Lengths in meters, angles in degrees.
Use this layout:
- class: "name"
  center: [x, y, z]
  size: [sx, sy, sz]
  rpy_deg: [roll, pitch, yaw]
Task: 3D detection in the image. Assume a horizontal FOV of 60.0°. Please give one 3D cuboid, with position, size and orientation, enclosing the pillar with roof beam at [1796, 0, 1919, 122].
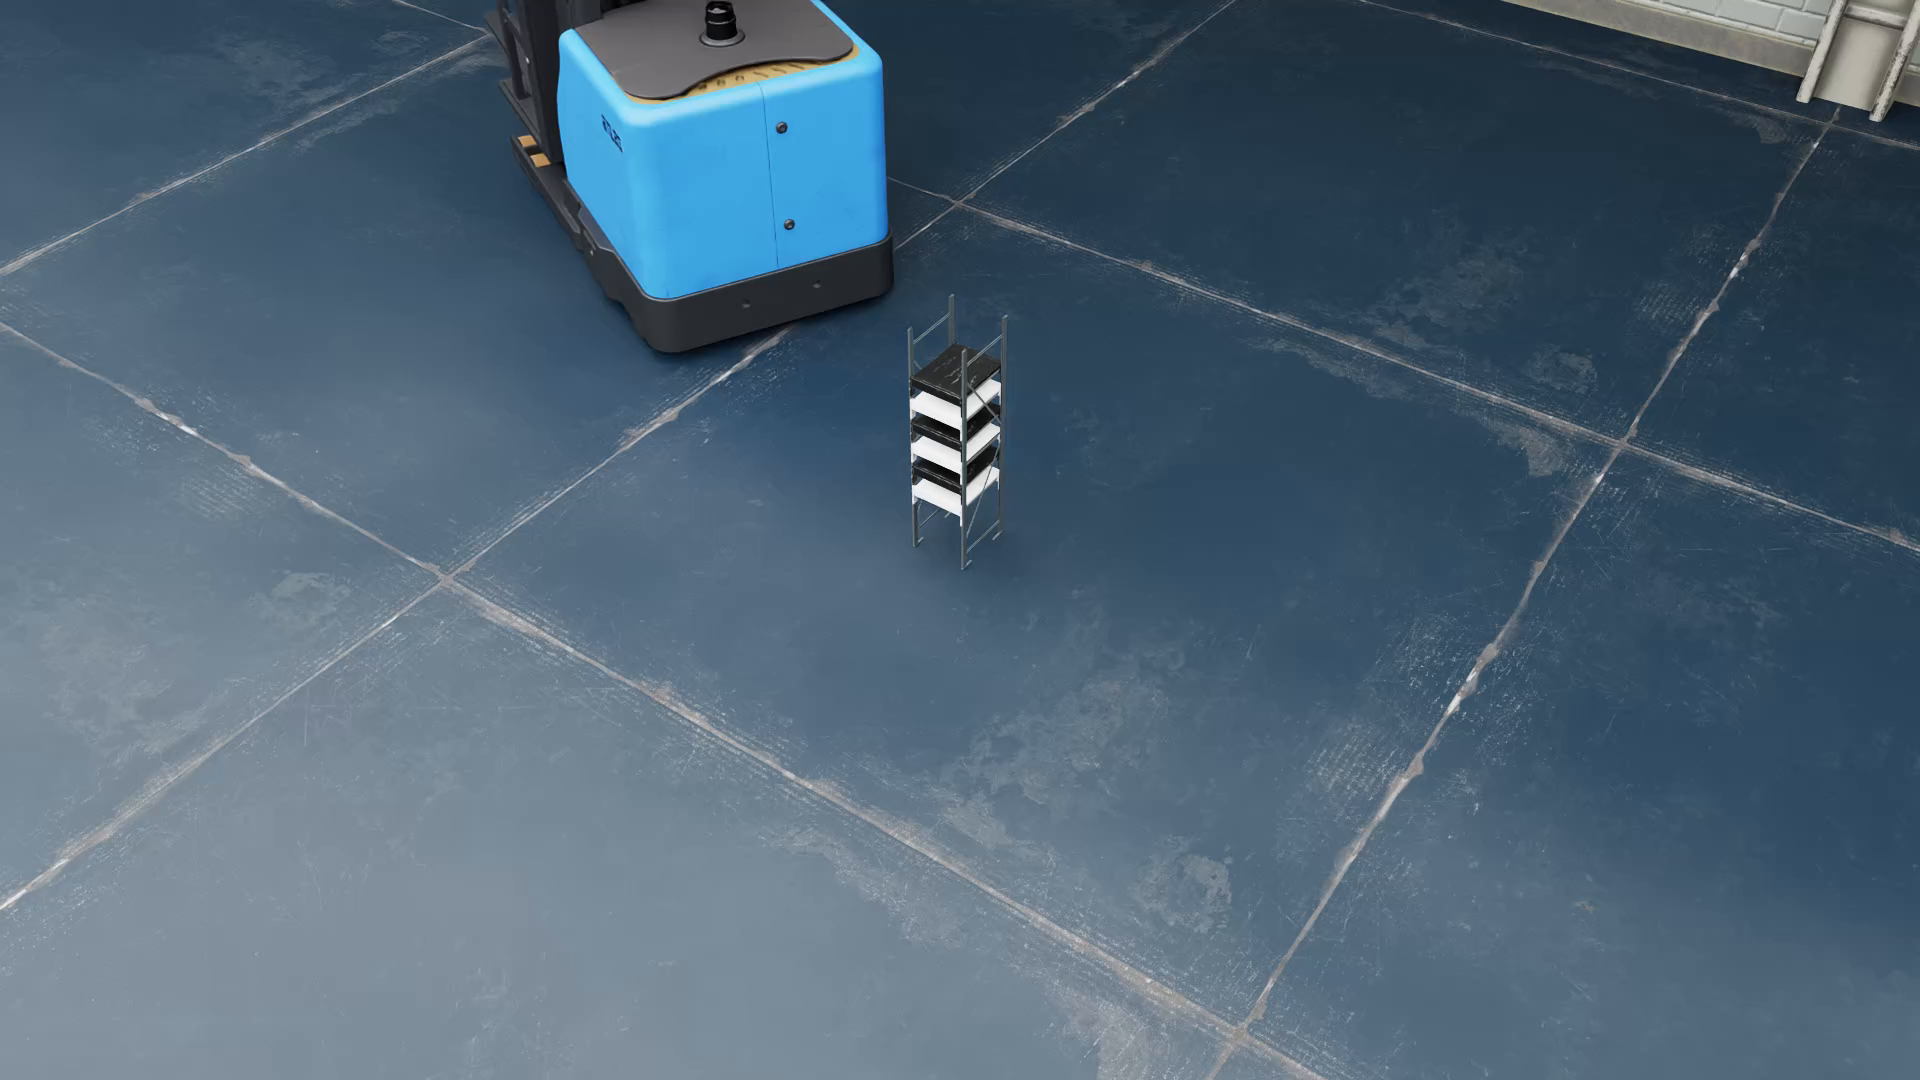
- class: "pillar with roof beam"
  center: [1.881, -3.171, 2.546]
  size: [0.400, 9.000, 9.100]
  rpy_deg: [25, 48, 25]

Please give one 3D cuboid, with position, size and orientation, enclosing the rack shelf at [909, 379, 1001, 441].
- class: "rack shelf"
  center: [-0.007, -0.448, 5.356]
  size: [0.200, 0.077, 0.258]
  rpy_deg: [25, 48, 25]

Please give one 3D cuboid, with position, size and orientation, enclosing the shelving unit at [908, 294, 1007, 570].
- class: "shelving unit"
  center: [-0.007, -0.338, 5.453]
  size: [0.210, 0.900, 0.258]
  rpy_deg: [25, 48, 25]

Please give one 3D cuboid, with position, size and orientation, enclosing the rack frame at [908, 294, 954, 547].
- class: "rack frame"
  center: [-0.090, -0.377, 5.497]
  size: [0.006, 0.900, 0.240]
  rpy_deg: [25, 48, 25]

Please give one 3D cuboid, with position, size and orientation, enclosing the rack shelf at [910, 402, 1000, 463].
- class: "rack shelf"
  center: [-0.007, -0.381, 5.416]
  size: [0.200, 0.077, 0.258]
  rpy_deg: [25, 48, 25]

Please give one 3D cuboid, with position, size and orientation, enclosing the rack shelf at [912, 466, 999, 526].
- class: "rack shelf"
  center: [-0.007, -0.179, 5.596]
  size: [0.200, 0.077, 0.258]
  rpy_deg: [25, 48, 25]

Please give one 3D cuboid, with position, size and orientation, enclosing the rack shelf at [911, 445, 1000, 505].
- class: "rack shelf"
  center: [-0.007, -0.247, 5.536]
  size: [0.200, 0.077, 0.258]
  rpy_deg: [25, 48, 25]

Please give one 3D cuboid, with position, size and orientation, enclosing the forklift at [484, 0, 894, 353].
- class: "forklift"
  center: [-1.400, -2.796, 6.677]
  size: [1.130, 2.935, 3.031]
  rpy_deg: [-19, 45, -20]

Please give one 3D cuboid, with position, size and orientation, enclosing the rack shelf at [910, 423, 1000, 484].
- class: "rack shelf"
  center: [-0.007, -0.314, 5.476]
  size: [0.200, 0.077, 0.258]
  rpy_deg: [25, 48, 25]

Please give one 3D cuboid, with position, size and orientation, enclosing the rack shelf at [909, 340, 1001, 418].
- class: "rack shelf"
  center: [-0.007, -0.515, 5.296]
  size: [0.200, 0.077, 0.258]
  rpy_deg: [25, 48, 25]

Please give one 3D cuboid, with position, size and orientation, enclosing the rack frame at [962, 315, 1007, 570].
- class: "rack frame"
  center: [0.077, -0.300, 5.410]
  size: [0.006, 0.900, 0.240]
  rpy_deg: [25, 48, 25]
